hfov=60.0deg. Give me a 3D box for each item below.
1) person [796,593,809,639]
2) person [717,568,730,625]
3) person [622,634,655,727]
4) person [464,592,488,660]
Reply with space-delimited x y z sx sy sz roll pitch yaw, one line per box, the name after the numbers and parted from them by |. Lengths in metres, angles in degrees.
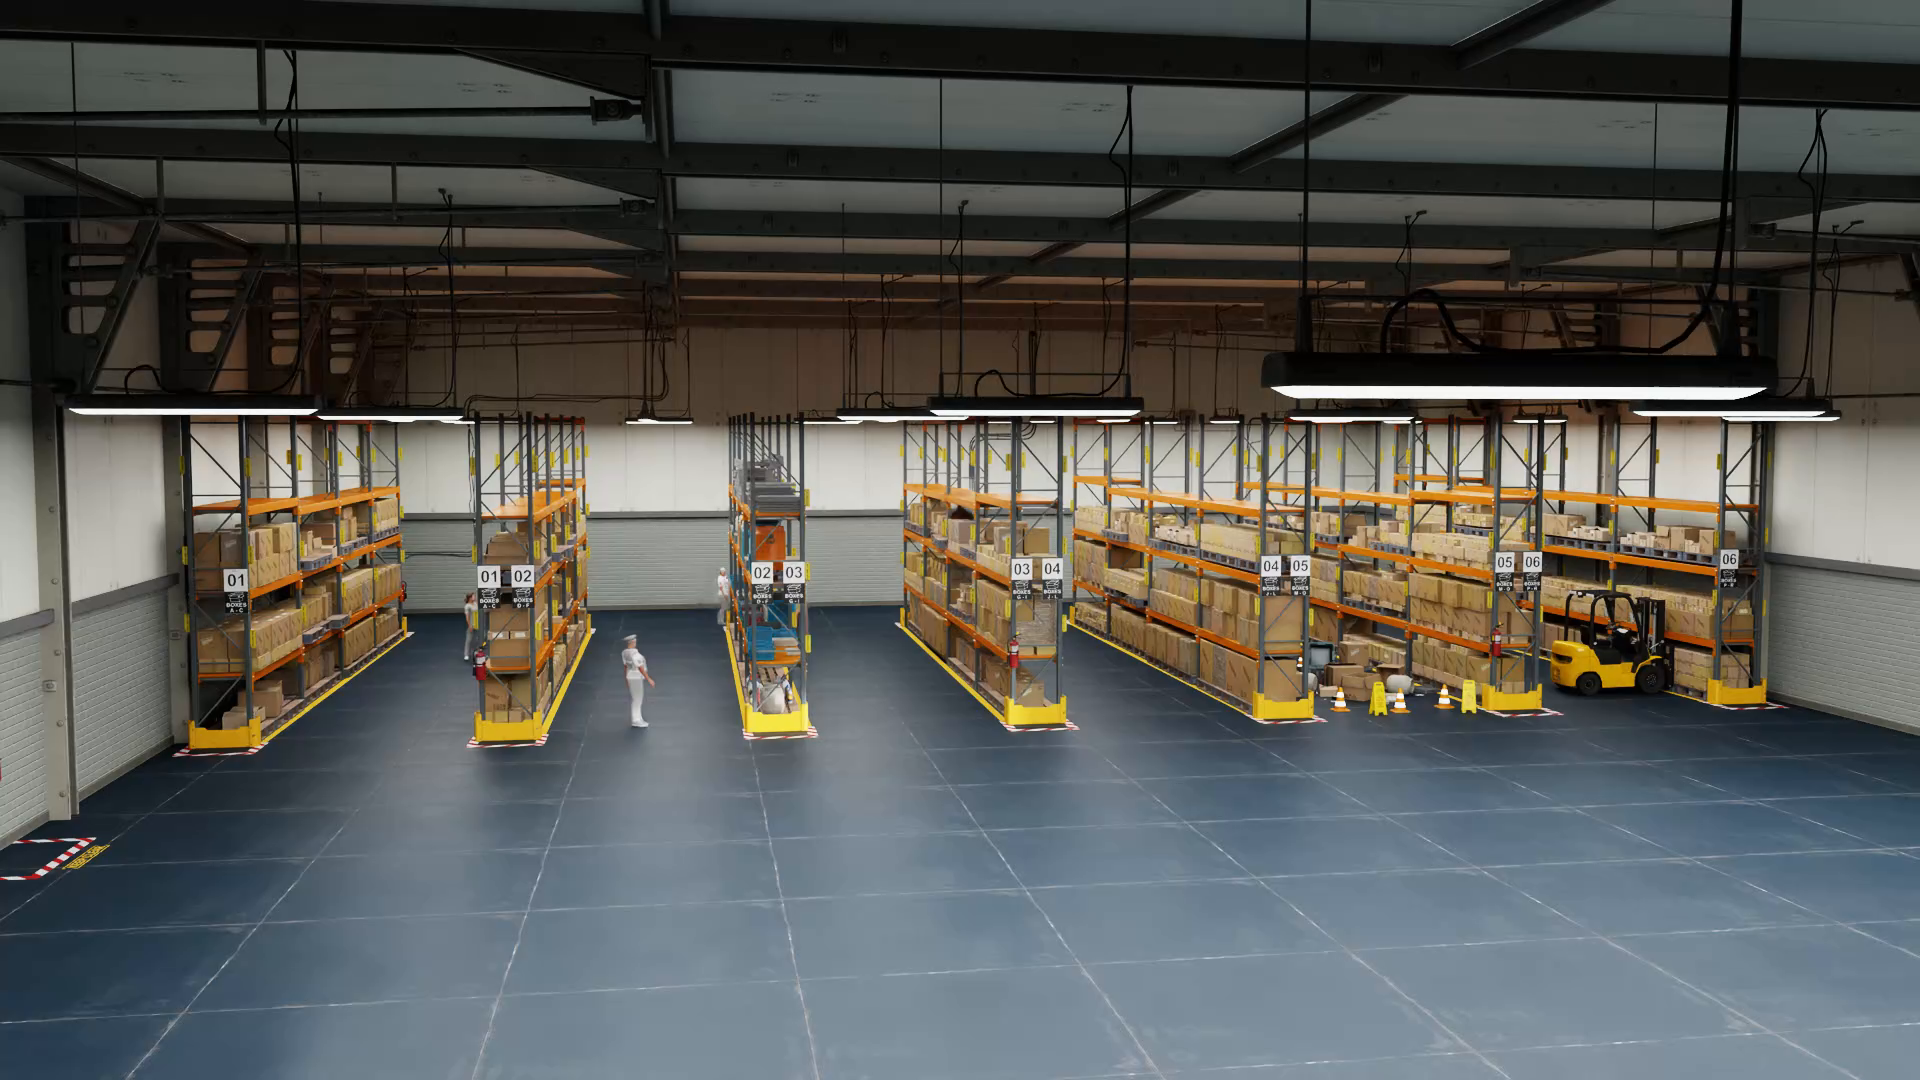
-4.215 1.904 44.159 0.458 1.620 1.015 -1 4 -17 | person
-6.776 1.628 48.030 0.471 1.673 0.520 -1 4 -9 | person
-6.155 2.696 31.823 0.598 1.788 0.621 -1 4 -12 | person
-11.943 2.121 40.958 0.406 1.700 0.620 3 5 41 | person
